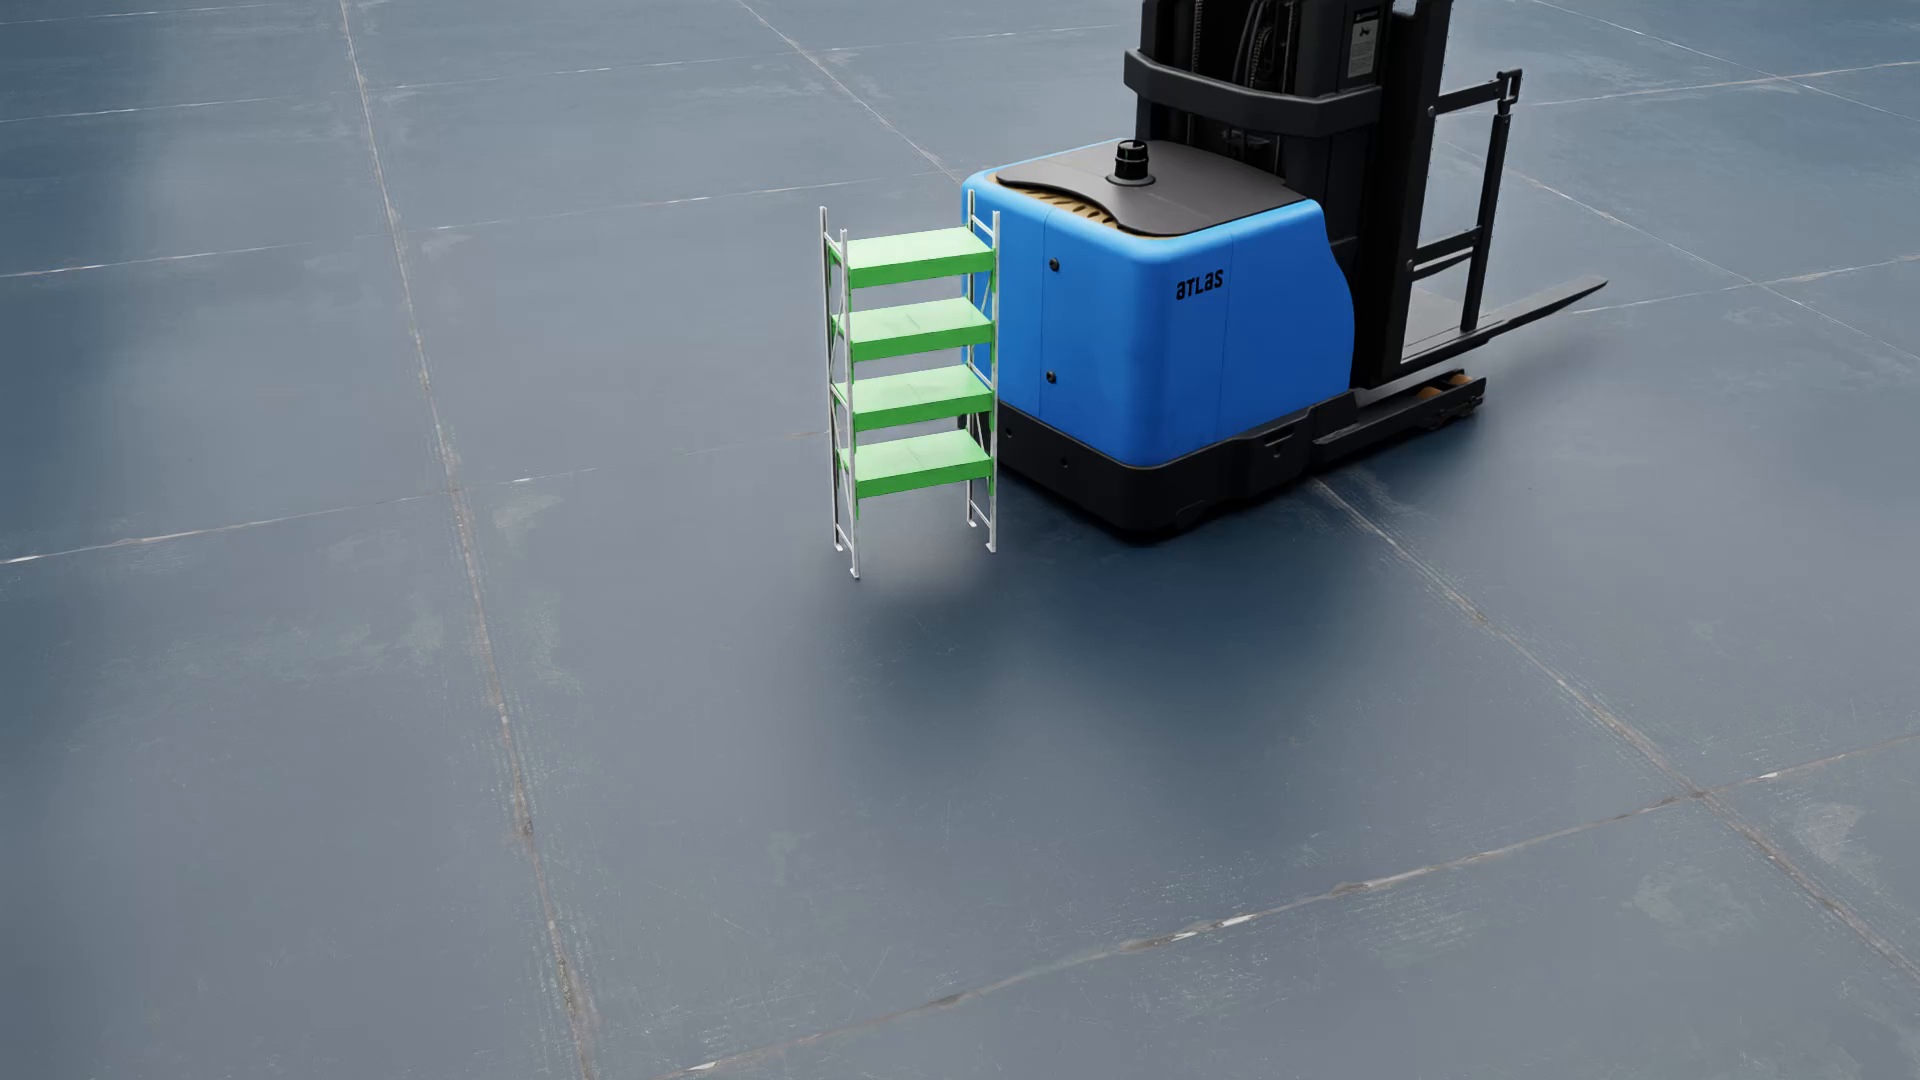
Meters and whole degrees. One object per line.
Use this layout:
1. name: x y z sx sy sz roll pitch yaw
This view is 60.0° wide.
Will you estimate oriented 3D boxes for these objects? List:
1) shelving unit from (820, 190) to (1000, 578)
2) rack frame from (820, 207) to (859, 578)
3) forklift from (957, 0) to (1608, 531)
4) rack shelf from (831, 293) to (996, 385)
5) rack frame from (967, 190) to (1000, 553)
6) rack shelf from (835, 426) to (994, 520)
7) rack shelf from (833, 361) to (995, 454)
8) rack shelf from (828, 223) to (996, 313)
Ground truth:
1. shelving unit: -0.155 -0.493 5.403 0.503 1.200 0.258 -10 31 -18
2. rack frame: -0.384 -0.451 5.329 0.015 1.200 0.240 -10 31 -18
3. forklift: 1.458 -1.887 6.102 3.031 2.935 1.130 -21 36 -33
4. rack shelf: -0.155 -0.646 5.316 0.480 0.148 0.258 -10 31 -18
5. rack frame: 0.074 -0.535 5.477 0.015 1.200 0.240 -10 31 -18
6. rack shelf: -0.155 -0.229 5.553 0.480 0.148 0.258 -10 31 -18
7. rack shelf: -0.155 -0.437 5.434 0.480 0.148 0.258 -10 31 -18
8. rack shelf: -0.155 -0.854 5.197 0.480 0.148 0.258 -10 31 -18
